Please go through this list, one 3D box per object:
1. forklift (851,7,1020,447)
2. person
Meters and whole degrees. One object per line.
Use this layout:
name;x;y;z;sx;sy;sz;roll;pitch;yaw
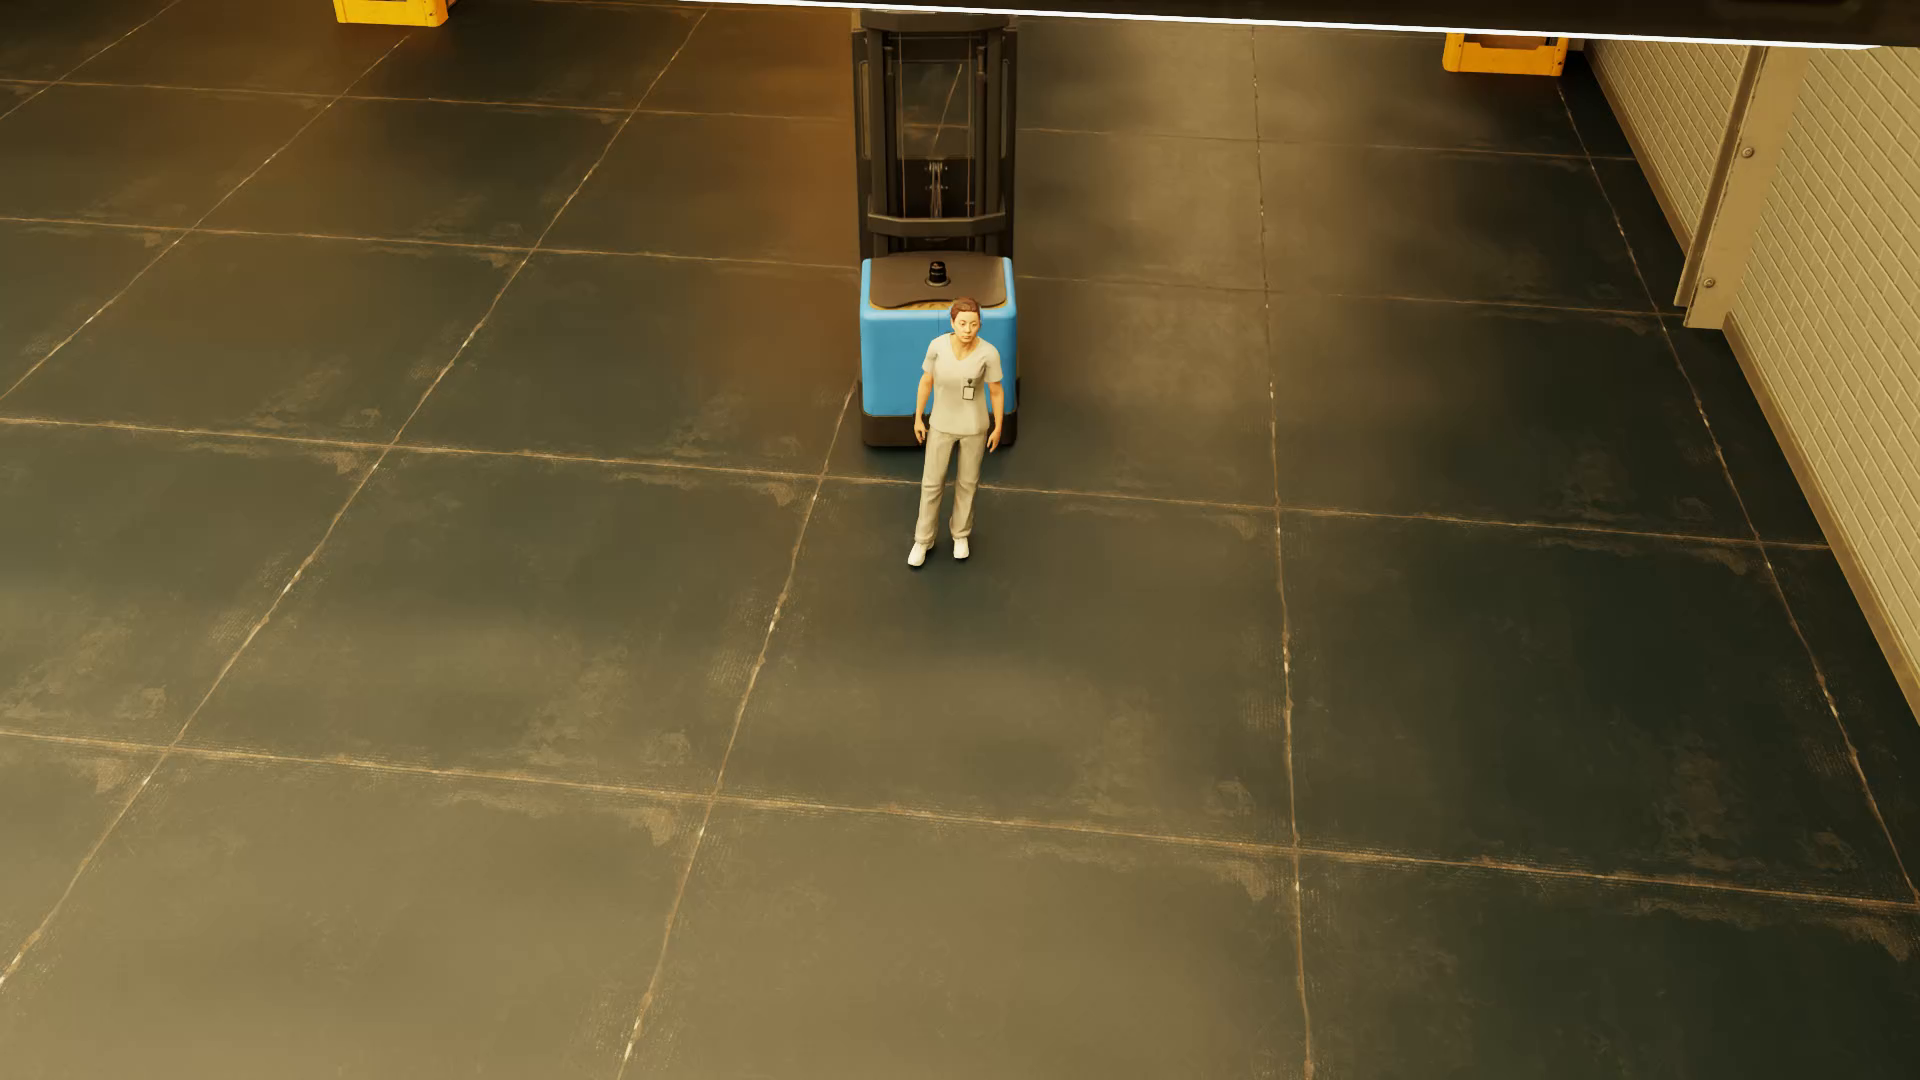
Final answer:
forklift;-0.174;-2.657;11.635;1.130;2.935;3.031;-1;36;-1
person;-0.022;-0.638;9.941;0.550;1.675;0.549;4;37;6
